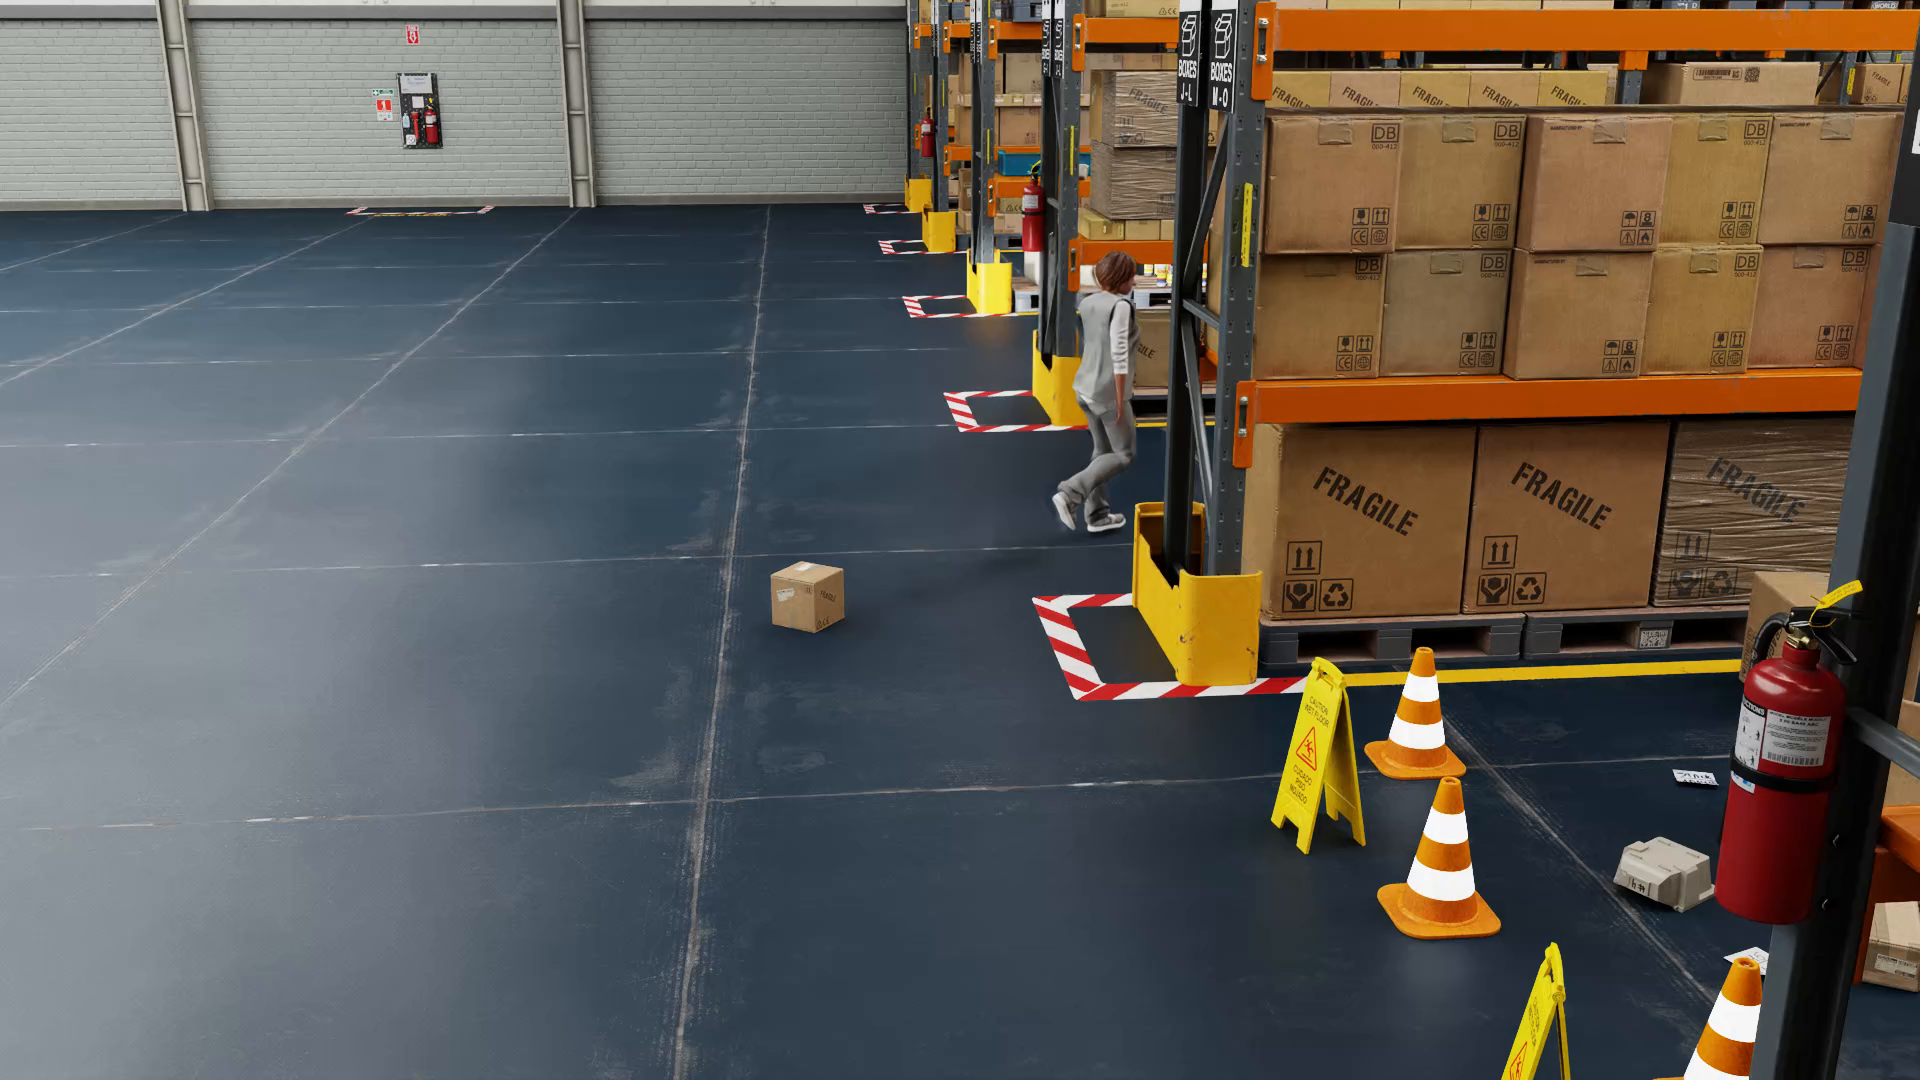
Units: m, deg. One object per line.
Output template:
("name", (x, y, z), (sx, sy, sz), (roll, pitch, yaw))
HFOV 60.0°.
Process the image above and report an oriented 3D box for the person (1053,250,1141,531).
("person", (0.734, -0.776, 9.039), (0.578, 1.574, 0.492), (-10, 19, -29))
